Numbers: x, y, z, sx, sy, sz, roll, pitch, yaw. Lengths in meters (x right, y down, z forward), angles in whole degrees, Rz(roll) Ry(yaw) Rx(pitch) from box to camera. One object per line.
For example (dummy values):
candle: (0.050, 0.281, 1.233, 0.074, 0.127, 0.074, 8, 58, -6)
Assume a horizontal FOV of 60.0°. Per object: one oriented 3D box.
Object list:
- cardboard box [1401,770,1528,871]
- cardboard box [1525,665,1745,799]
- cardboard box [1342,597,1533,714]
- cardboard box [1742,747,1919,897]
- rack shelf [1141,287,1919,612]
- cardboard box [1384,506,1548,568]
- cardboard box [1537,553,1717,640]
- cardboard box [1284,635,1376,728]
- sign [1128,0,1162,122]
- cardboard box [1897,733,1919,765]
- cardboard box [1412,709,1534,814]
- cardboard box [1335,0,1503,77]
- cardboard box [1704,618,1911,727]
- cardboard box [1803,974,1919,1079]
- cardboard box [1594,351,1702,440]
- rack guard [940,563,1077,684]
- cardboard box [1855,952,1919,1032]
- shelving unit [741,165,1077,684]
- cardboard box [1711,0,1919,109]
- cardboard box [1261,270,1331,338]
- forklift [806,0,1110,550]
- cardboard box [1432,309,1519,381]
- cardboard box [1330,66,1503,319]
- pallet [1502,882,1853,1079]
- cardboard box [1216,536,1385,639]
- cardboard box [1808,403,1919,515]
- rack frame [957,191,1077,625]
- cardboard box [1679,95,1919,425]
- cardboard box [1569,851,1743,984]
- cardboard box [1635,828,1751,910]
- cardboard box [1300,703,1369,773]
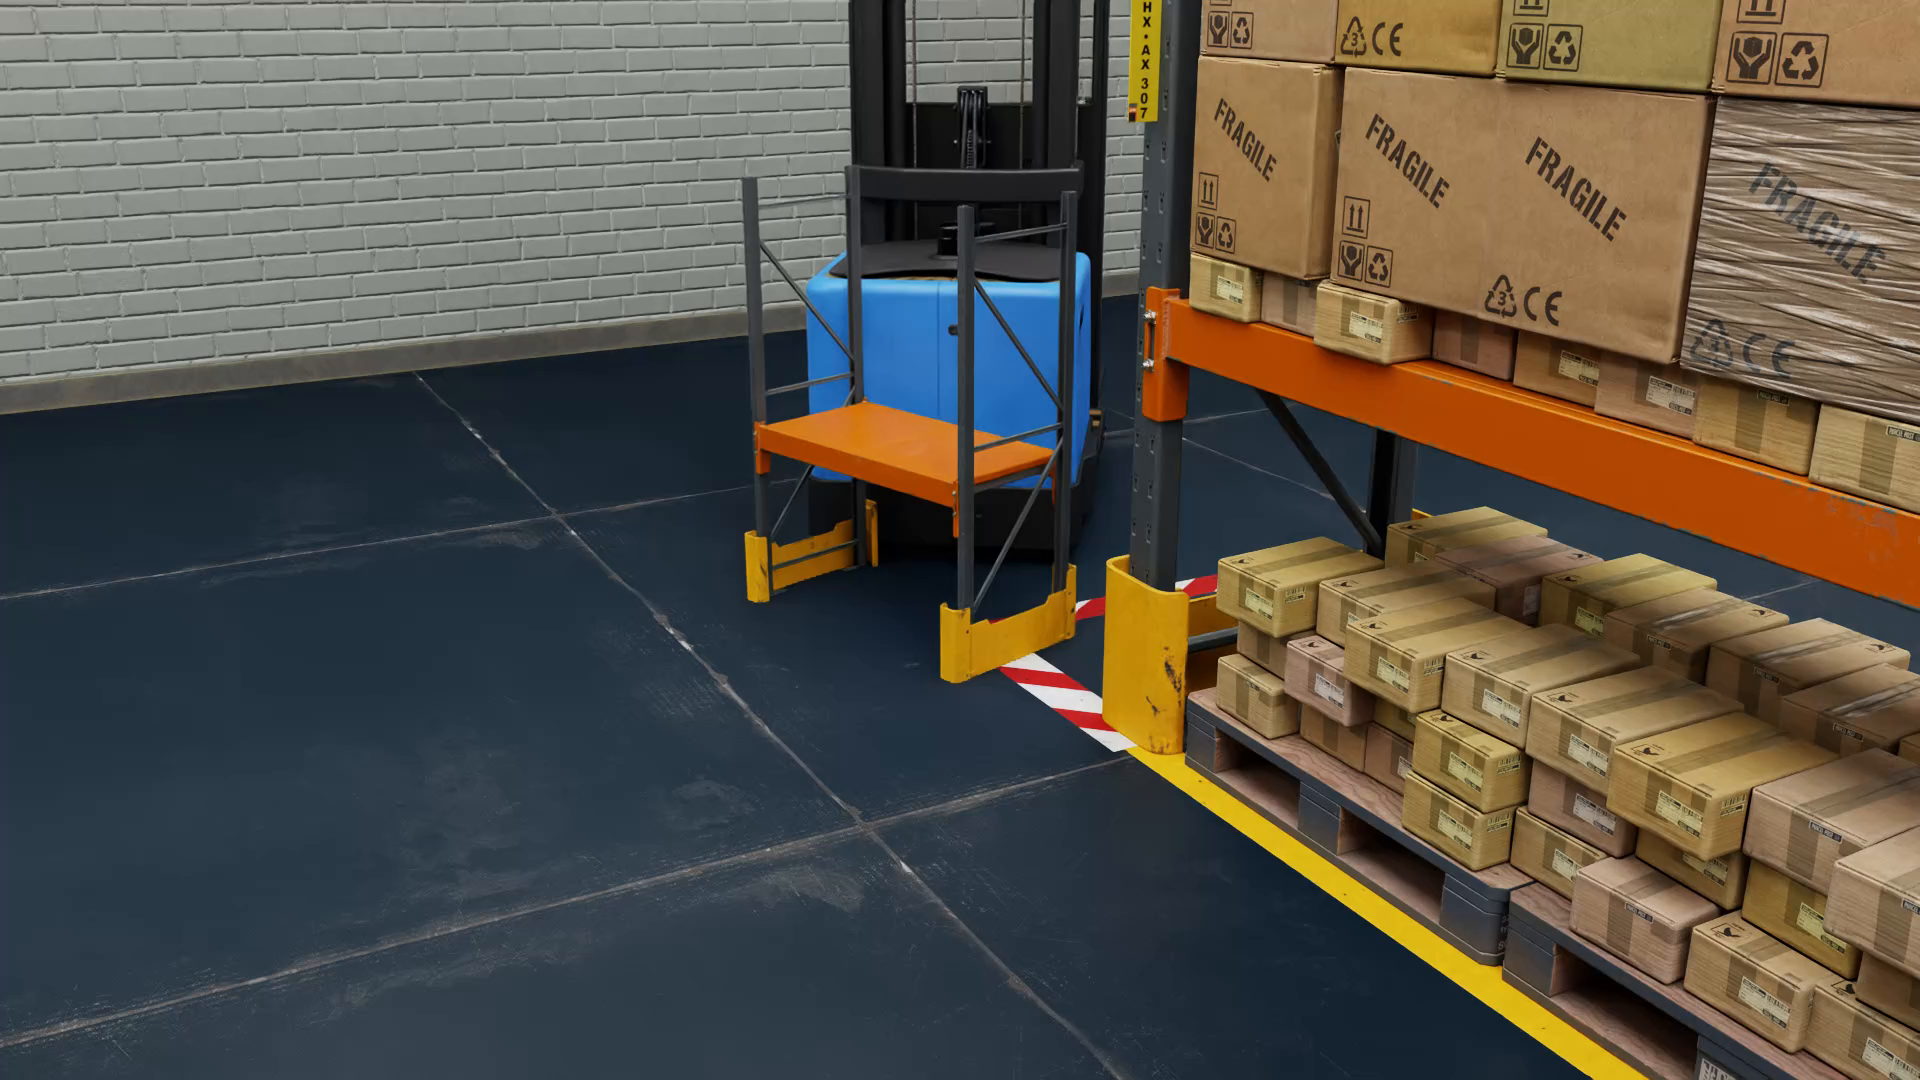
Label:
cardboard box: (1.281, 0.625, 3.950, 0.380, 0.149, 0.250, -10, 21, -26)
cardboard box: (1.476, 0.415, 3.644, 0.380, 0.149, 0.250, -9, 21, -25)
cardboard box: (1.162, 0.276, 4.048, 0.380, 0.149, 0.250, -10, 21, -27)
cardboard box: (1.764, 0.555, 3.238, 0.380, 0.149, 0.250, -10, 21, -27)
rack shelf: (1.918, -0.033, 3.233, 1.077, 0.370, 4.000, -10, 21, -27)
cardboard box: (1.443, 0.033, 4.752, 0.380, 0.149, 0.250, -10, 21, -26)
cardboard box: (1.746, 0.169, 4.359, 0.380, 0.149, 0.250, -11, 22, -28)
cardboard box: (1.072, 0.338, 4.323, 0.380, 0.149, 0.250, -10, 21, -27)
sign: (0.491, -1.273, 4.394, 0.100, 0.325, 0.005, -10, 21, -27)
cardboard box: (2.167, 0.485, 3.442, 0.380, 0.149, 0.250, -10, 21, -26)
cardboard box: (1.292, 0.485, 3.897, 0.380, 0.149, 0.250, -9, 21, -25)
cardboard box: (1.193, -1.294, 3.642, 0.500, 0.500, 0.500, -9, 21, -25)
cardboard box: (1.990, 0.321, 3.916, 0.380, 0.149, 0.250, -9, 21, -25)
cardboard box: (1.826, 0.908, 3.130, 0.380, 0.149, 0.250, -10, 21, -26)
cardboard box: (1.515, -0.323, 3.354, 0.380, 0.149, 0.250, -10, 22, -28)
rack guard: (0.165, 0.267, 5.475, 0.087, 0.250, 0.587, 18, 26, 42)
cardboard box: (1.876, 0.781, 3.041, 0.380, 0.149, 0.250, -11, 22, -29)
shelving unit: (-0.188, -0.439, 5.604, 1.083, 1.500, 0.587, 18, 26, 42)
cardboard box: (1.666, -0.996, 2.777, 0.500, 0.500, 0.500, -11, 22, -28)
cardboard box: (0.991, -0.618, 4.210, 0.380, 0.149, 0.250, -9, 21, -25)
forklift: (0.110, -1.787, 7.317, 1.130, 2.935, 3.031, 2, 19, 7)
cardboard box: (1.315, -0.480, 3.808, 0.380, 0.149, 0.250, -9, 21, -24)
cardboard box: (1.215, -0.814, 3.783, 0.500, 0.500, 0.500, -10, 21, -27)
pallet: (1.935, 0.981, 3.465, 1.003, 0.211, 1.213, -10, 21, -27)
cardboard box: (0.918, 0.123, 4.490, 0.380, 0.149, 0.250, -11, 22, -29)
cardboard box: (1.721, -0.164, 2.893, 0.380, 0.149, 0.250, -10, 21, -26)
rack frame: (0.179, -0.320, 5.258, 0.032, 1.500, 0.500, 18, 26, 42)
cardboard box: (1.684, -0.526, 2.949, 0.500, 0.500, 0.500, -11, 22, -28)
cardboard box: (1.528, 0.768, 3.534, 0.380, 0.149, 0.250, -11, 22, -29)
cardboard box: (1.667, 0.618, 3.512, 0.380, 0.149, 0.250, -9, 21, -24)
cardboard box: (1.132, 0.464, 4.415, 0.380, 0.149, 0.250, -10, 21, -27)
